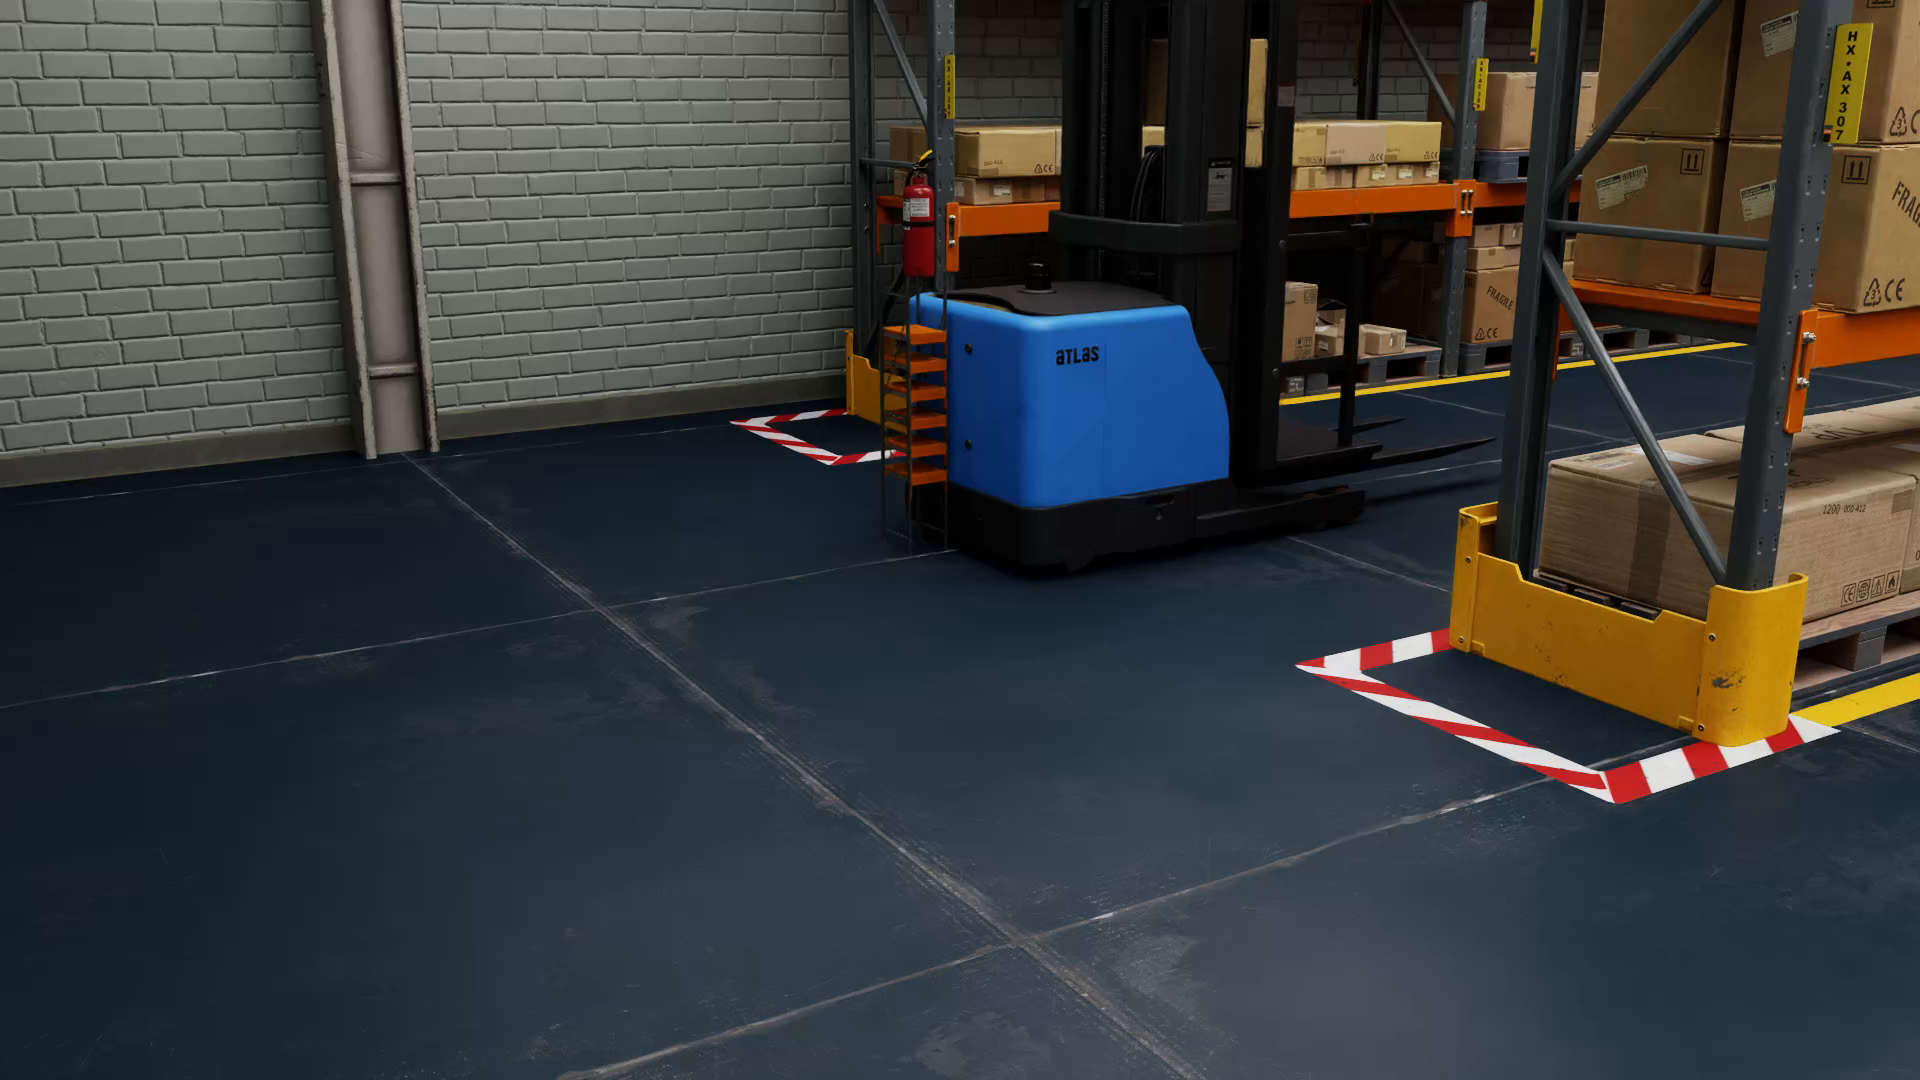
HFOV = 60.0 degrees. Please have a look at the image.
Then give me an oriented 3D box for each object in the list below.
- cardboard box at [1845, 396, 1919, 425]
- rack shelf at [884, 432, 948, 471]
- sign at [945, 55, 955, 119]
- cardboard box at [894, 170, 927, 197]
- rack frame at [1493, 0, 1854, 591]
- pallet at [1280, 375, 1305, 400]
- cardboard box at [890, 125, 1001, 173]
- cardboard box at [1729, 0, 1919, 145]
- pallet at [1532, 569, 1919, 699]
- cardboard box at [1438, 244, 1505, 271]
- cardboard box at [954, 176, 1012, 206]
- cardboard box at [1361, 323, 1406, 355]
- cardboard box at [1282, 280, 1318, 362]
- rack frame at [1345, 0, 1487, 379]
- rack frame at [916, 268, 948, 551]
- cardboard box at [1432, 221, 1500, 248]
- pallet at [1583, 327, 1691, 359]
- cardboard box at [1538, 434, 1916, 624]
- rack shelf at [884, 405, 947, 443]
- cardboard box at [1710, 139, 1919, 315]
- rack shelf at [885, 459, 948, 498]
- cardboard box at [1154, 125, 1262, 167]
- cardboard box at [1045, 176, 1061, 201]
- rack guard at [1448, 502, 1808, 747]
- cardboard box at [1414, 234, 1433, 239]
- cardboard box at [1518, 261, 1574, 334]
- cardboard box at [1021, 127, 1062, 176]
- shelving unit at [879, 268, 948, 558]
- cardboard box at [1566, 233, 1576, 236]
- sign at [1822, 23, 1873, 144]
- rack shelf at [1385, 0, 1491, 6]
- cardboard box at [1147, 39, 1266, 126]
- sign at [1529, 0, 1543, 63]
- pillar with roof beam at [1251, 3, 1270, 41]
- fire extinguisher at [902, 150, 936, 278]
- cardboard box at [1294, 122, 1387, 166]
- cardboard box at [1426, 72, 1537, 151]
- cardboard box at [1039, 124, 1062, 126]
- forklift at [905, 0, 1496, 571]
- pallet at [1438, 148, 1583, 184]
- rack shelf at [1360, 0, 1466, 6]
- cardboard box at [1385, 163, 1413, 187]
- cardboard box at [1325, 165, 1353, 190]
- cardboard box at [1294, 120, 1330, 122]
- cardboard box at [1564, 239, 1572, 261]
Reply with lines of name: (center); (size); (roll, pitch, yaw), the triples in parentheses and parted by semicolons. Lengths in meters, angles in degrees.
cardboard box: (4.292, -0.299, 6.887); (0.875, 0.438, 0.875); (-10, 18, -31)
rack shelf: (-0.198, -0.384, 7.167); (0.180, 0.103, 0.258); (-10, 18, -32)
sign: (-0.056, -2.400, 8.811); (0.005, 0.325, 0.100); (-9, 18, -30)
cardboard box: (-0.190, -2.096, 9.796); (0.250, 0.149, 0.380); (-9, 18, -30)
rack frame: (2.224, -0.961, 5.281); (0.127, 3.000, 1.000); (-9, 18, -30)
pallet: (1.457, -1.056, 10.787); (1.213, 0.211, 1.003); (-9, 18, -30)
cardboard box: (-0.078, -2.305, 9.803); (0.500, 0.250, 0.500); (-9, 18, -28)
cardboard box: (2.782, -1.491, 5.136); (0.500, 0.500, 0.500); (-10, 18, -31)
pallet: (2.869, 0.252, 6.119); (1.213, 0.211, 1.003); (-9, 18, -30)
cardboard box: (3.537, -1.964, 11.511); (0.250, 0.149, 0.380); (-8, 18, -27)
cardboard box: (0.087, -1.970, 9.347); (0.250, 0.149, 0.380); (-9, 18, -30)
cardboard box: (2.766, -1.349, 11.169); (0.250, 0.149, 0.380); (-10, 18, -31)
cardboard box: (1.880, -1.425, 10.788); (0.500, 0.500, 0.700); (-10, 19, -32)
rack frame: (3.093, -2.665, 11.360); (0.127, 3.000, 1.000); (-9, 18, -30)
rack frame: (-0.122, -0.556, 7.171); (0.006, 1.200, 0.240); (-10, 18, -32)
cardboard box: (3.506, -2.122, 11.521); (0.250, 0.149, 0.380); (-10, 18, -31)
pallet: (4.817, -1.615, 12.779); (1.213, 0.211, 1.003); (-9, 18, -30)
cardboard box: (2.738, -0.044, 5.980); (0.875, 0.438, 0.875); (-10, 18, -32)
rack shelf: (-0.198, -0.500, 7.135); (0.180, 0.103, 0.258); (-10, 18, -32)
cardboard box: (2.783, -1.010, 5.269); (0.500, 0.500, 0.500); (-9, 18, -30)
rack shelf: (-0.198, -0.269, 7.200); (0.180, 0.103, 0.258); (-10, 18, -32)
cardboard box: (1.484, -2.398, 10.134); (0.500, 0.250, 0.500); (-10, 18, -31)
cardboard box: (0.489, -2.061, 9.670); (0.250, 0.149, 0.380); (-9, 18, -30)
rack guard: (2.203, 0.246, 5.607); (0.348, 0.500, 1.175); (-9, 18, -30)
cardboard box: (3.483, -2.132, 12.108); (0.250, 0.149, 0.380); (-9, 18, -30)
cardboard box: (4.075, -1.755, 11.967); (0.500, 0.500, 0.500); (-9, 18, -30)
cardboard box: (0.624, -2.251, 9.609); (0.500, 0.250, 0.500); (-9, 18, -29)
shelving unit: (-0.198, -0.543, 7.123); (0.189, 1.200, 0.258); (-10, 18, -32)
cardboard box: (4.624, -2.160, 12.210); (0.250, 0.149, 0.380); (-8, 18, -28)
sign: (2.504, -1.287, 4.692); (0.005, 0.325, 0.100); (-9, 18, -30)
rack shelf: (4.807, -4.041, 12.044); (4.000, 0.370, 1.077); (-9, 18, -30)
cardboard box: (1.477, -2.750, 10.002); (0.500, 0.500, 0.500); (-9, 18, -28)
sign: (1.956, -1.760, 5.548); (0.005, 0.325, 0.100); (-9, 18, -30)
pillar with roof beam: (4.249, -4.669, 7.395); (0.400, 9.000, 9.100); (-9, 18, -30)
fire extinguisher: (-0.224, -1.765, 8.982); (0.183, 0.674, 0.296); (-9, 18, -30)
cardboard box: (2.360, -2.536, 10.625); (0.500, 0.250, 0.500); (-9, 18, -30)
cardboard box: (3.623, -2.931, 11.345); (0.500, 0.500, 0.700); (-9, 18, -28)
cardboard box: (0.791, -2.444, 10.300); (0.500, 0.250, 0.500); (-9, 18, -28)
forklift: (1.268, -1.566, 7.566); (3.031, 2.935, 1.130); (-10, 18, -32)
pallet: (3.834, -2.658, 11.692); (1.213, 0.211, 1.003); (-9, 18, -30)
rack shelf: (1.378, -3.485, 10.060); (4.000, 0.370, 1.077); (-9, 18, -30)
cardboard box: (2.737, -2.400, 10.880); (0.250, 0.149, 0.380); (-9, 18, -28)
cardboard box: (2.288, -2.328, 10.623); (0.250, 0.149, 0.380); (-9, 18, -28)
cardboard box: (2.103, -2.658, 11.063); (0.500, 0.250, 0.500); (-9, 18, -30)
cardboard box: (4.177, -2.100, 11.996); (0.250, 0.149, 0.380); (-10, 18, -31)
